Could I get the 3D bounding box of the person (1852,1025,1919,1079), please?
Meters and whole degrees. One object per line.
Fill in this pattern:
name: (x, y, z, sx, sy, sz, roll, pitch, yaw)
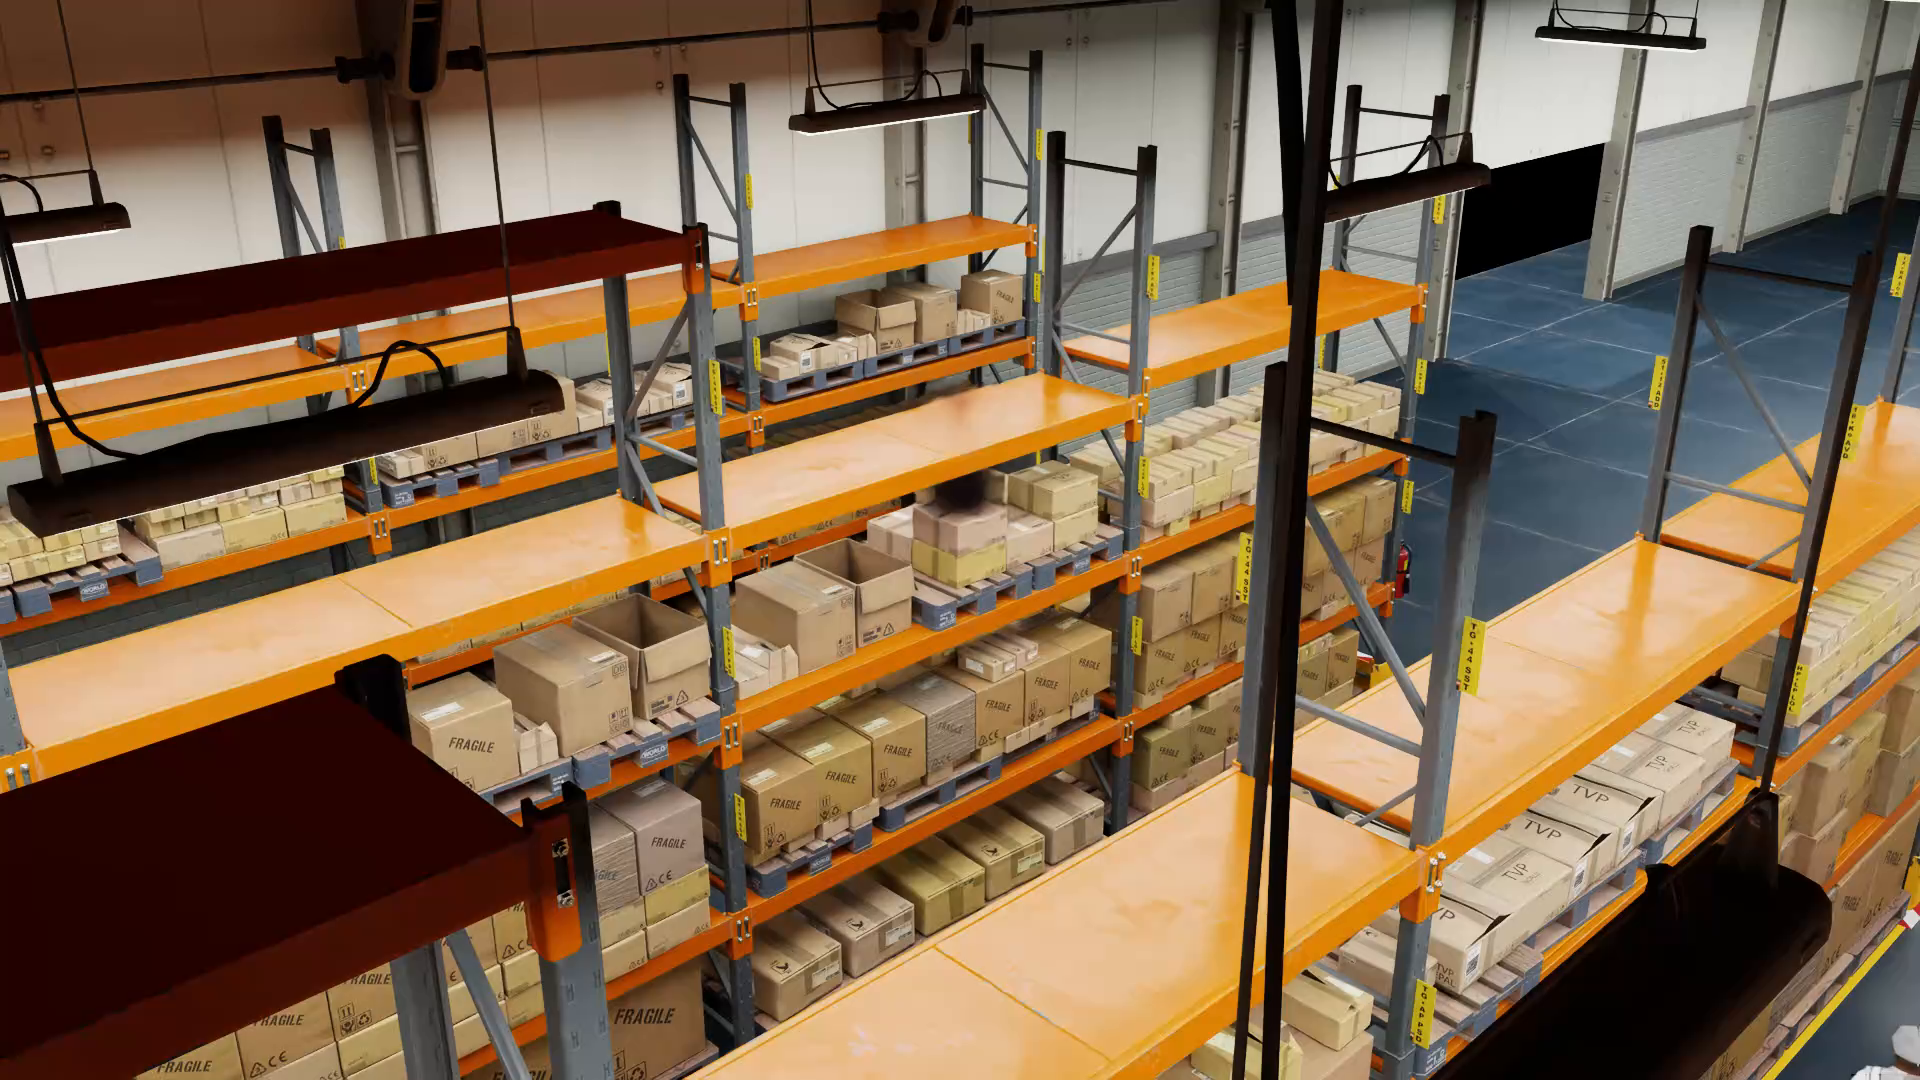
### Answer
person: (5.416, 3.677, 9.739, 0.659, 1.729, 0.777, 15, 27, 32)
